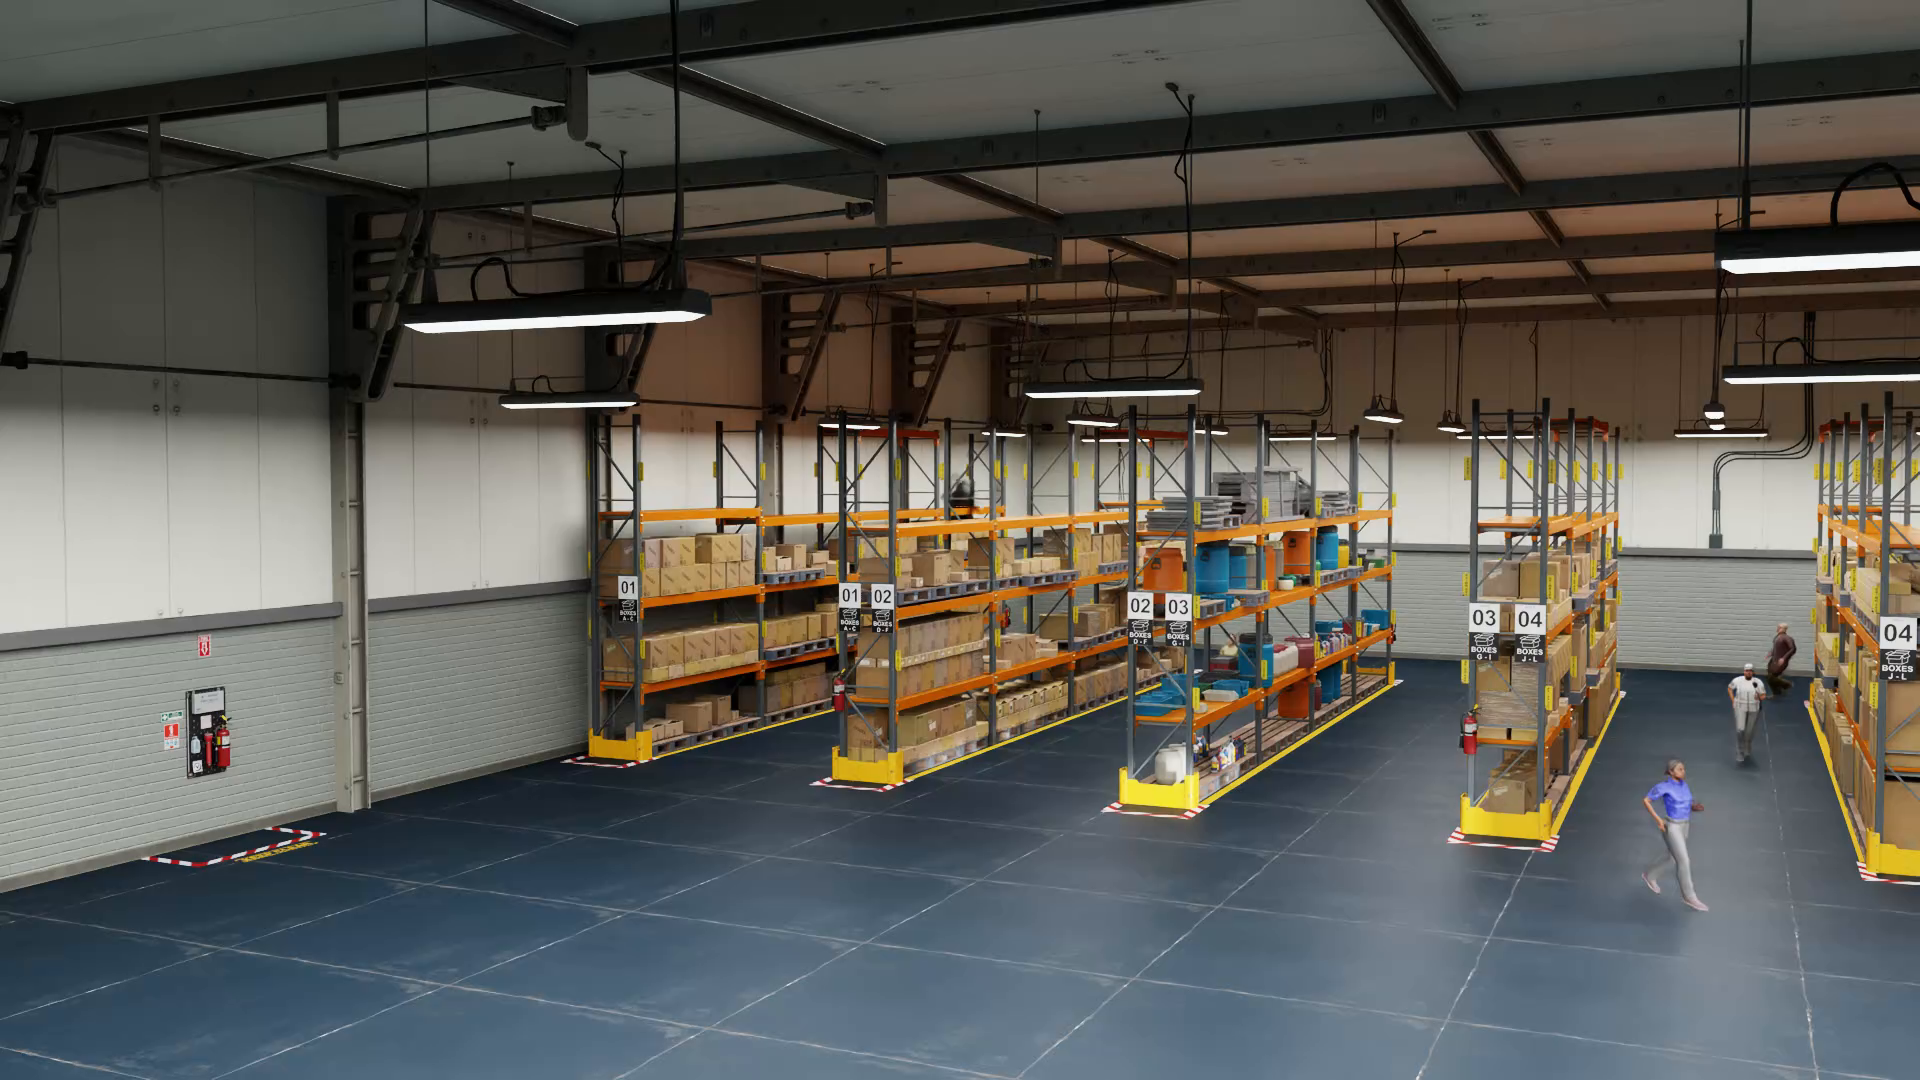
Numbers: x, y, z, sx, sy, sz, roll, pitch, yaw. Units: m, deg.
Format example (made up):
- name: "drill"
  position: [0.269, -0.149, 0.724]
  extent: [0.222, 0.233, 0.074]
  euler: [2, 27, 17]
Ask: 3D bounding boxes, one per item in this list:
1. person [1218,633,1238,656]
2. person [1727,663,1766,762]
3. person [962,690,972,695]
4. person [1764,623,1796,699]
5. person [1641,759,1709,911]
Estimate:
- name: "person"
  position: [5.672, 2.758, 34.723]
  extent: [0.625, 1.624, 0.577]
  euler: [1, 3, 26]
- name: "person"
  position: [13.651, 2.998, 28.841]
  extent: [0.584, 1.728, 0.752]
  euler: [1, 2, 16]
- name: "person"
  position: [0.194, 2.709, 34.599]
  extent: [0.690, 1.775, 0.726]
  euler: [1, 3, 22]
- name: "person"
  position: [17.953, 2.660, 36.360]
  extent: [0.585, 1.722, 0.767]
  euler: [0, 2, 3]
- name: "person"
  position: [8.260, 3.360, 19.206]
  extent: [0.571, 1.655, 0.913]
  euler: [-2, 3, -34]
